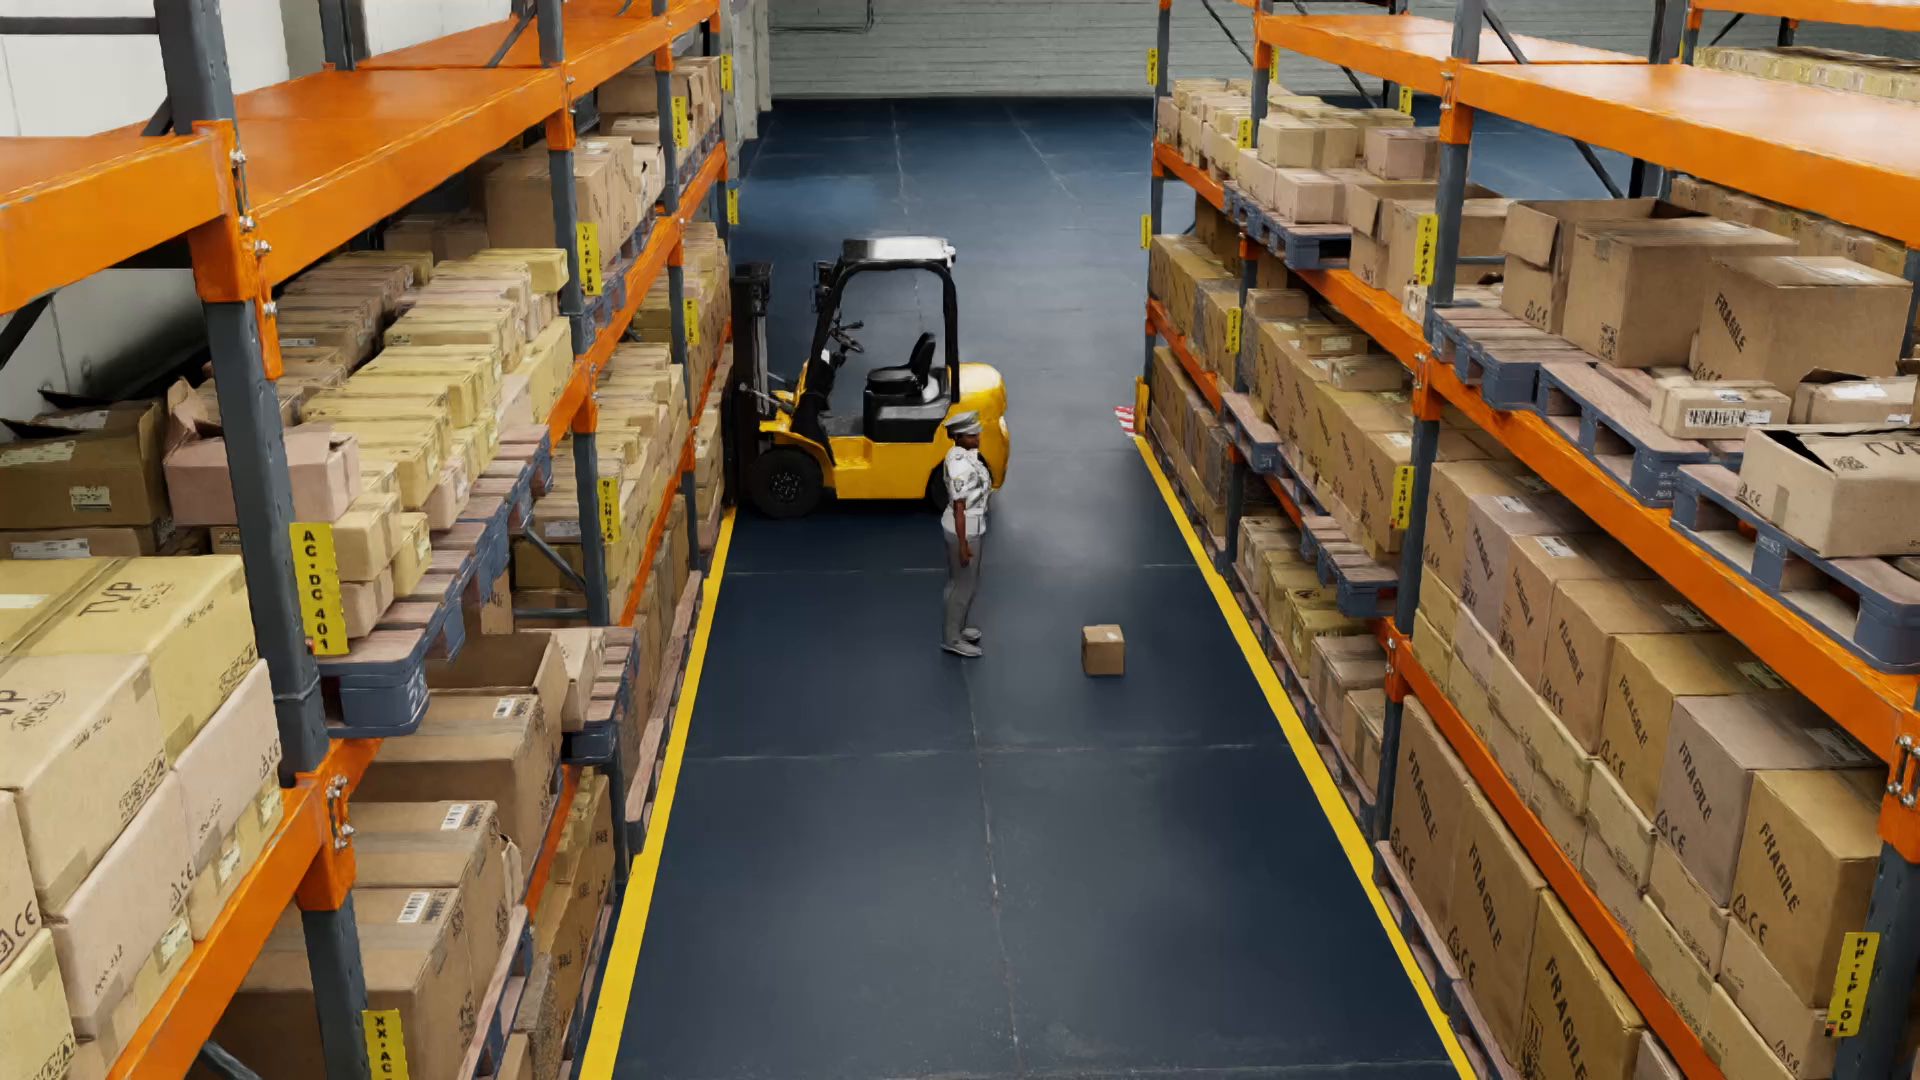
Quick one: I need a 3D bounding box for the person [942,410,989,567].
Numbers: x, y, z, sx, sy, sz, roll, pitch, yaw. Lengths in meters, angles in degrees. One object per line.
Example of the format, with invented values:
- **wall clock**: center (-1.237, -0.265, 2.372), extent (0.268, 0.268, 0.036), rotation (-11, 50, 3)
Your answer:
- **person**: center (0.039, -0.372, 11.069), extent (0.319, 1.013, 0.563), rotation (0, 21, 1)
